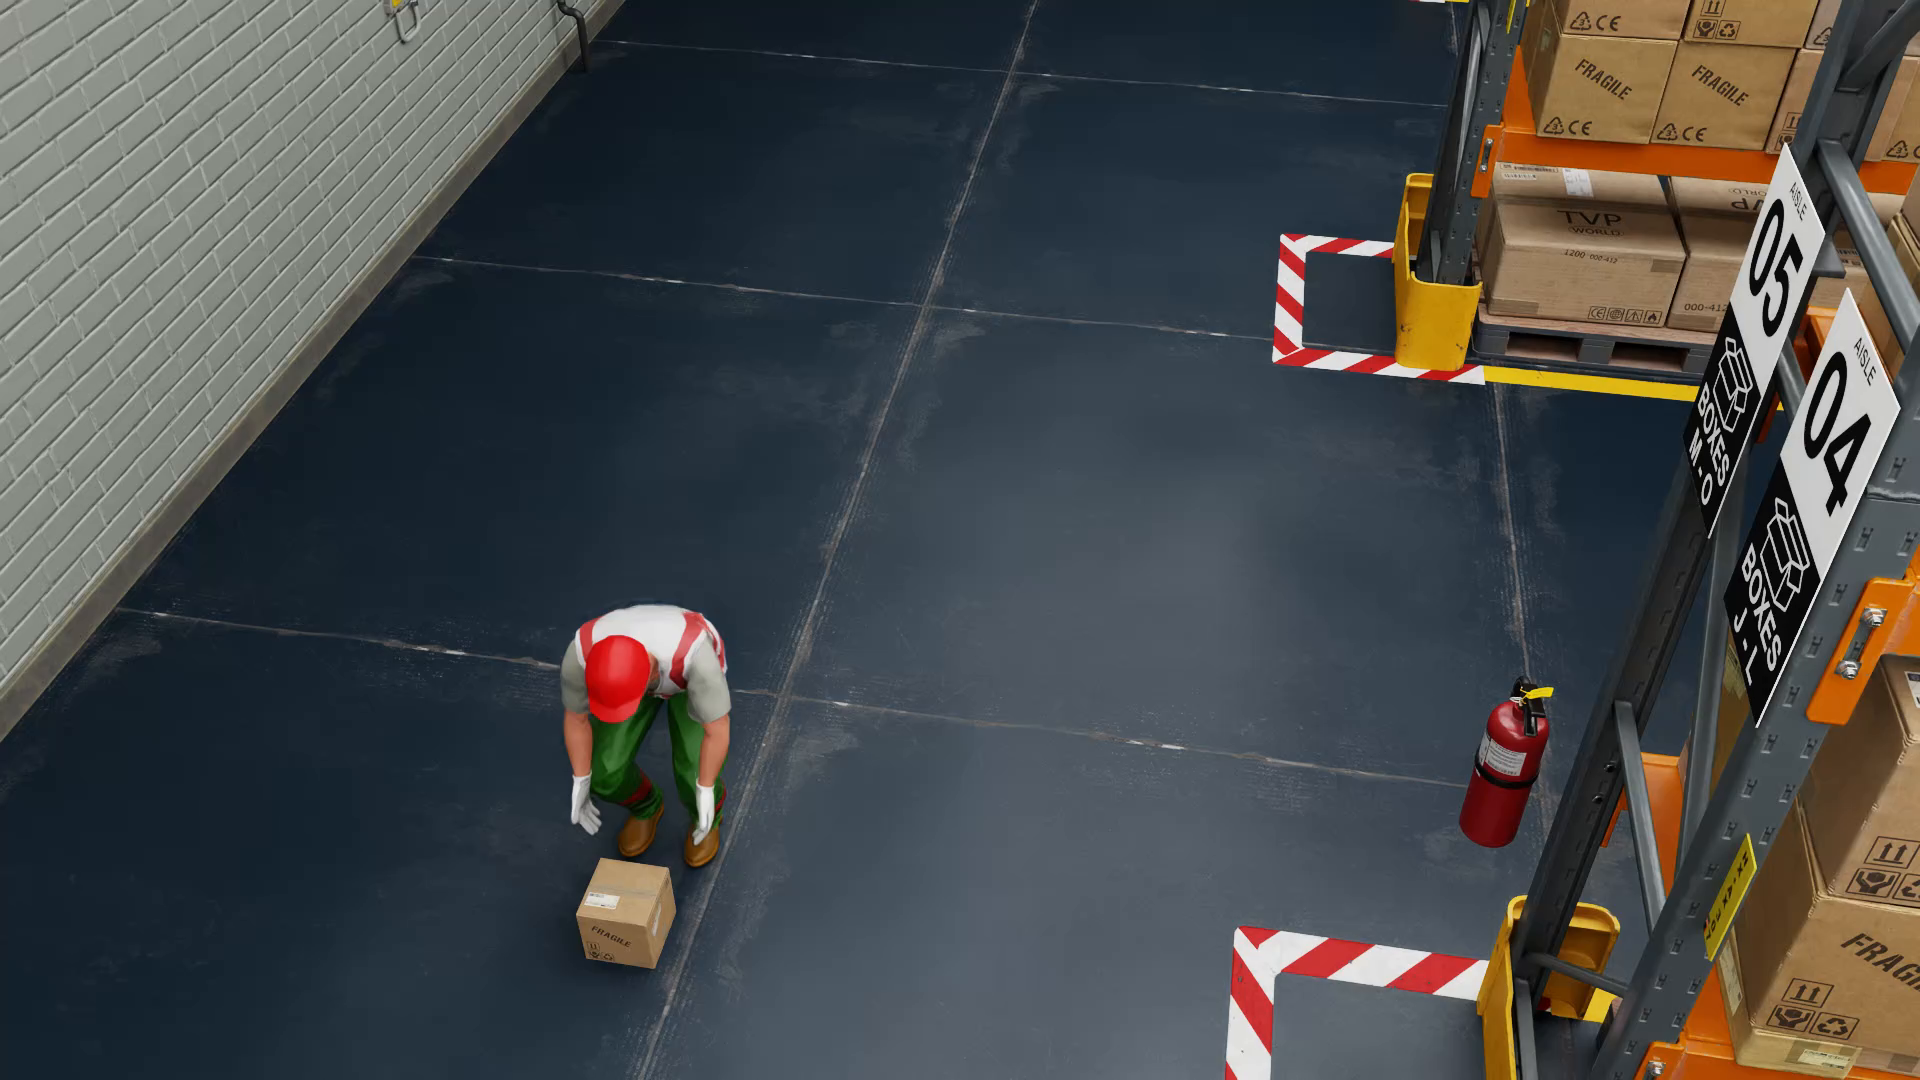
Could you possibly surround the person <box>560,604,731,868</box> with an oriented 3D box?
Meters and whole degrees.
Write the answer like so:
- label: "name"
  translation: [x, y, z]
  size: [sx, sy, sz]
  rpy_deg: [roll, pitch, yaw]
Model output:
- label: "person"
  translation: [-1.035, 0.637, 5.771]
  size: [0.583, 1.290, 0.819]
  rpy_deg: [7, 41, 8]
